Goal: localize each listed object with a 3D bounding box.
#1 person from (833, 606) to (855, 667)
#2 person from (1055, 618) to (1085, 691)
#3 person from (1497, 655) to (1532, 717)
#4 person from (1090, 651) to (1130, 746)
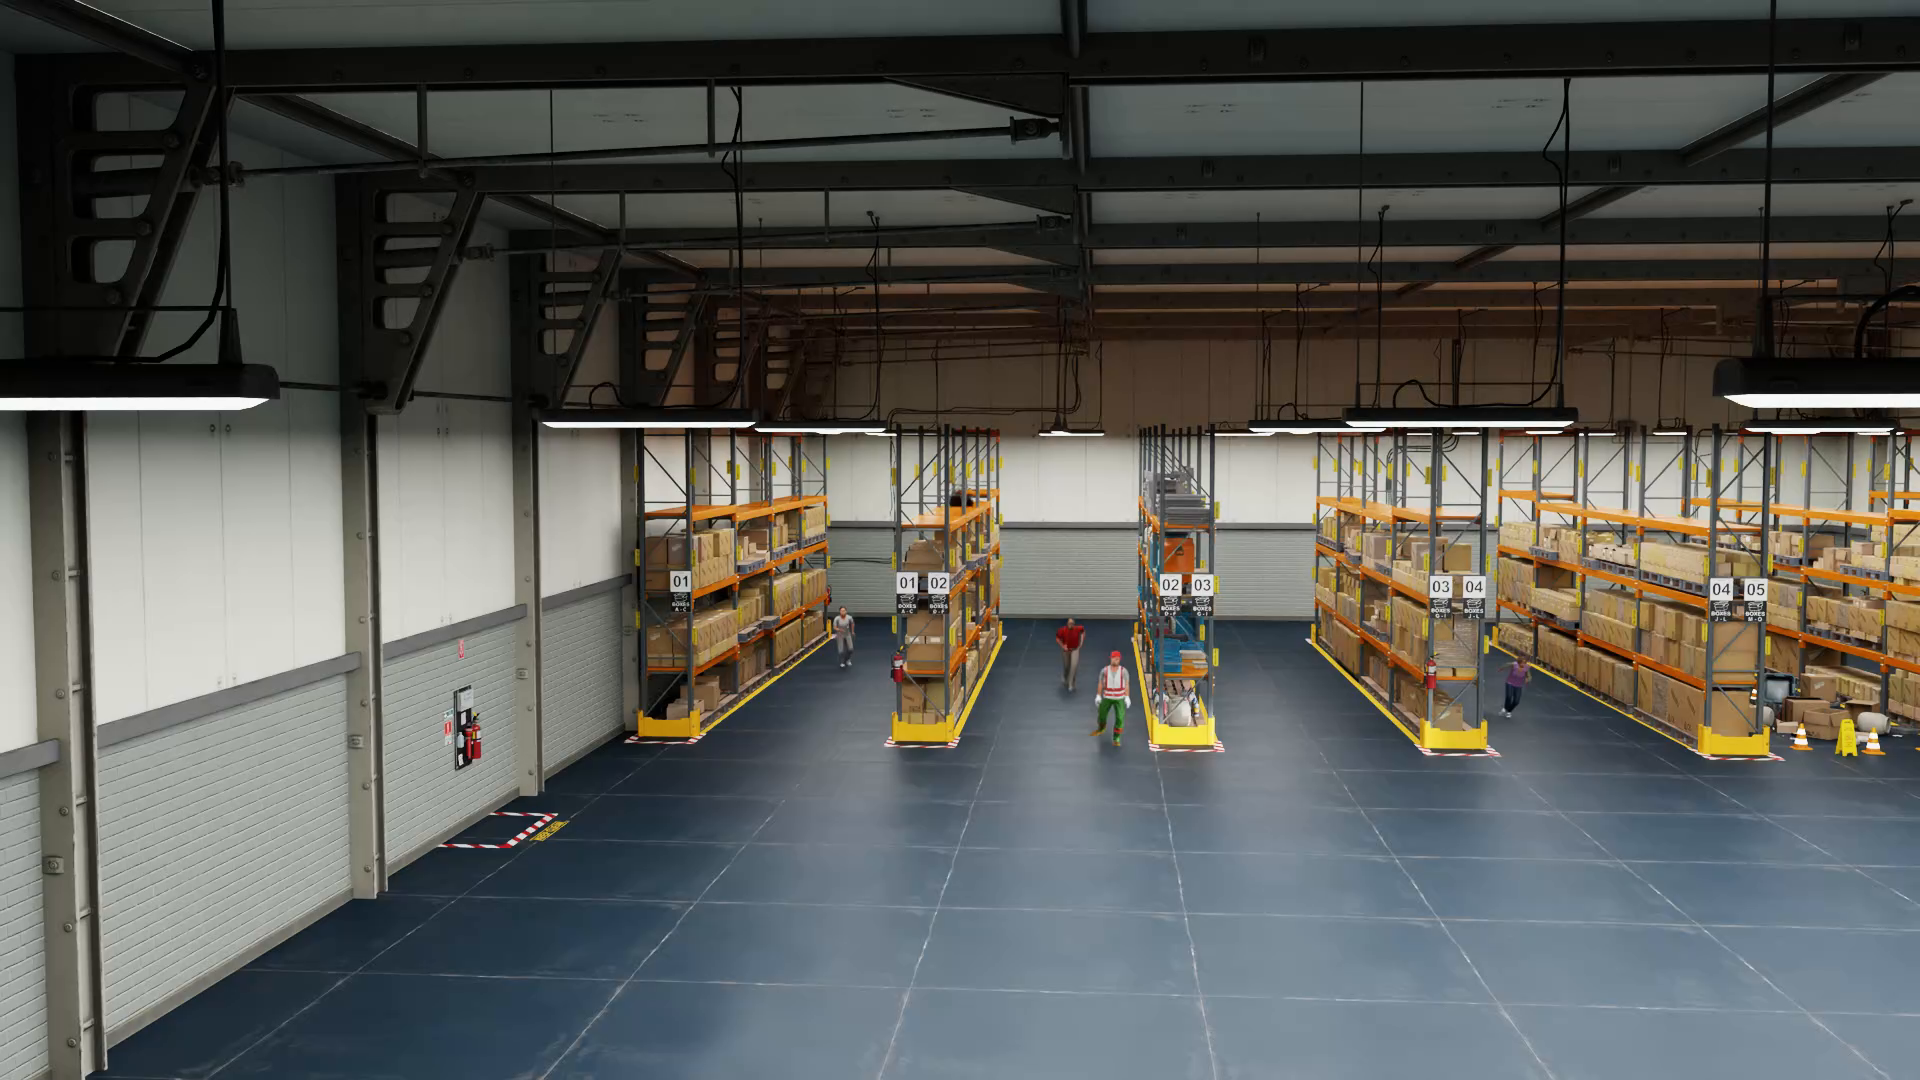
[{"bbox_3d":[-2.891,2.417,41.498,0.569,1.563,0.812,-1,4,-13],"label":"person"},{"bbox_3d":[2.515,2.598,38.221,0.703,1.694,1.024,0,3,-6],"label":"person"},{"bbox_3d":[11.297,2.980,33.794,0.552,1.347,0.910,0,3,3],"label":"person"},{"bbox_3d":[2.803,2.939,31.080,0.779,1.759,0.641,1,4,9],"label":"person"}]
